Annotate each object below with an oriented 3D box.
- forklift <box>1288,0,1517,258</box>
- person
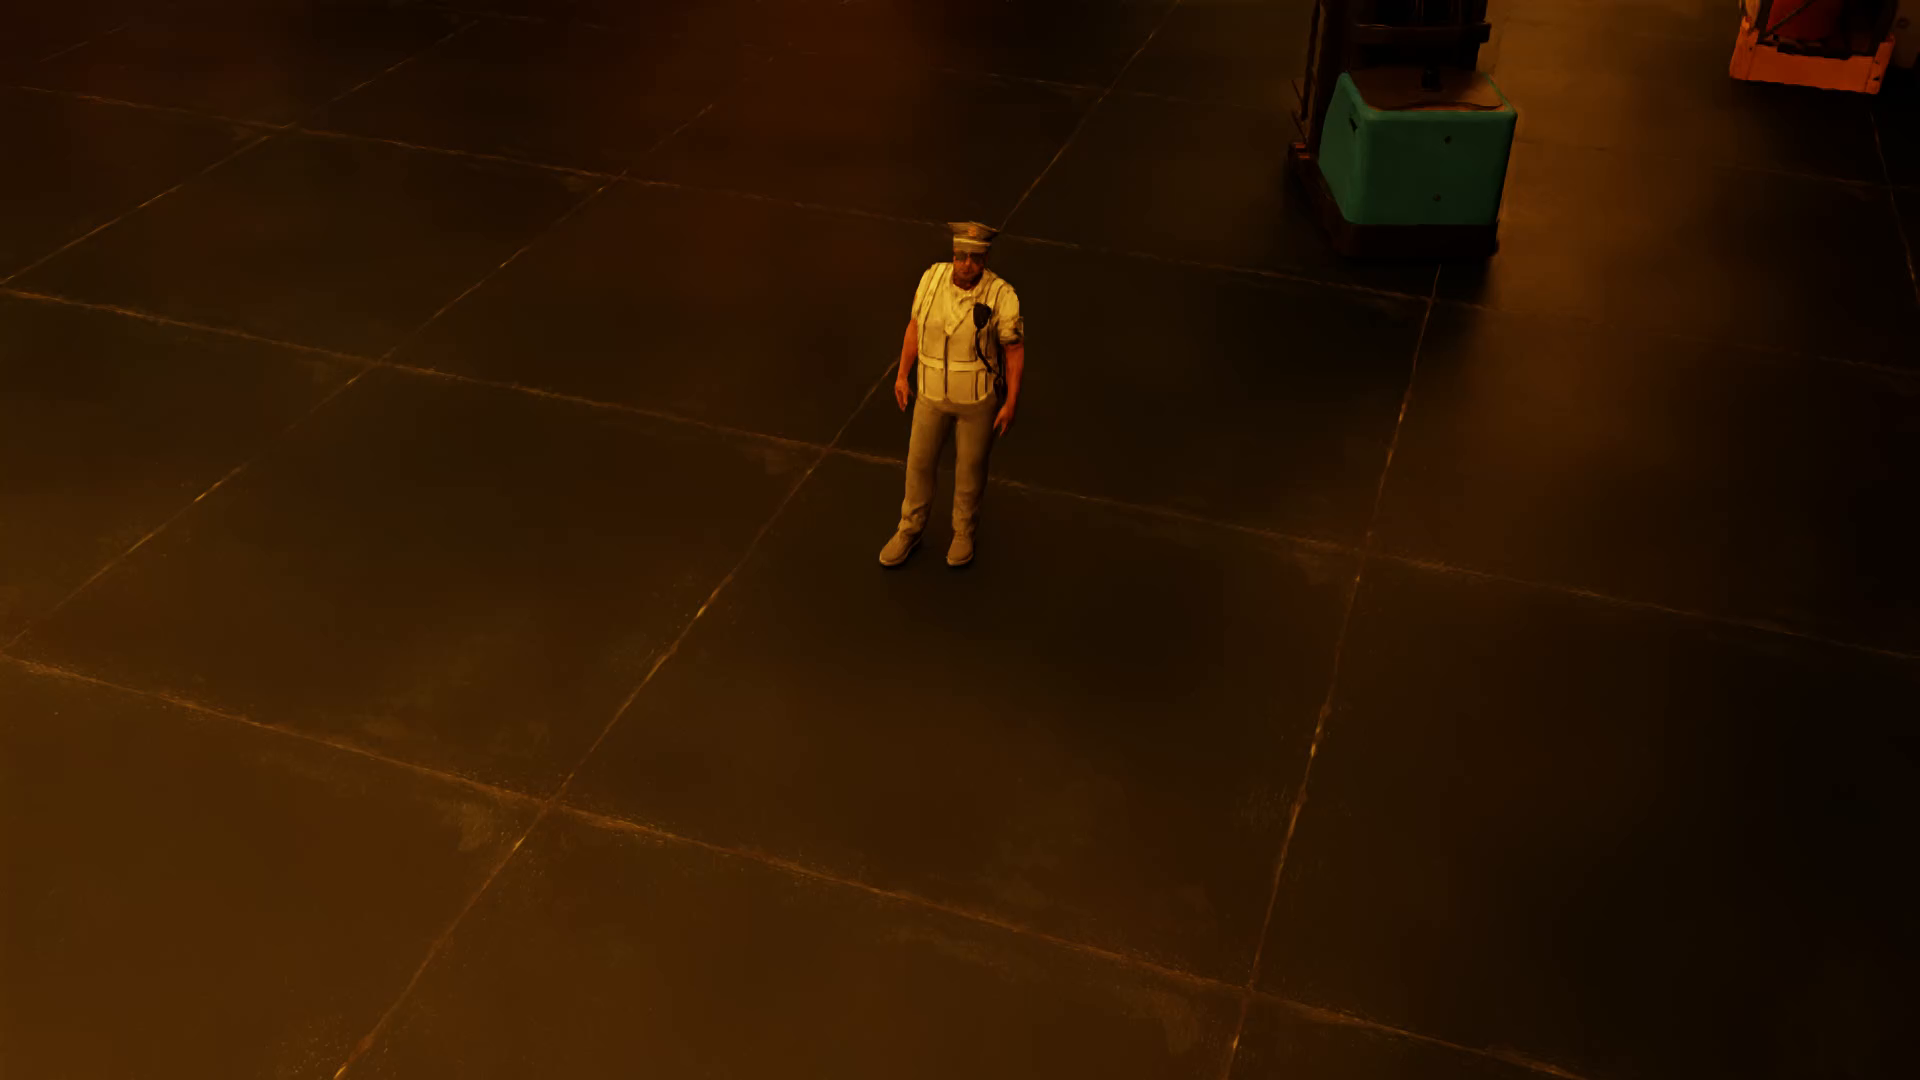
[{"bbox_3d":[3.075,-3.916,11.634,1.130,2.935,3.031,0,35,0],"label":"forklift"},{"bbox_3d":[-0.037,-0.693,8.068,0.640,1.781,0.574,12,37,16],"label":"person"}]
